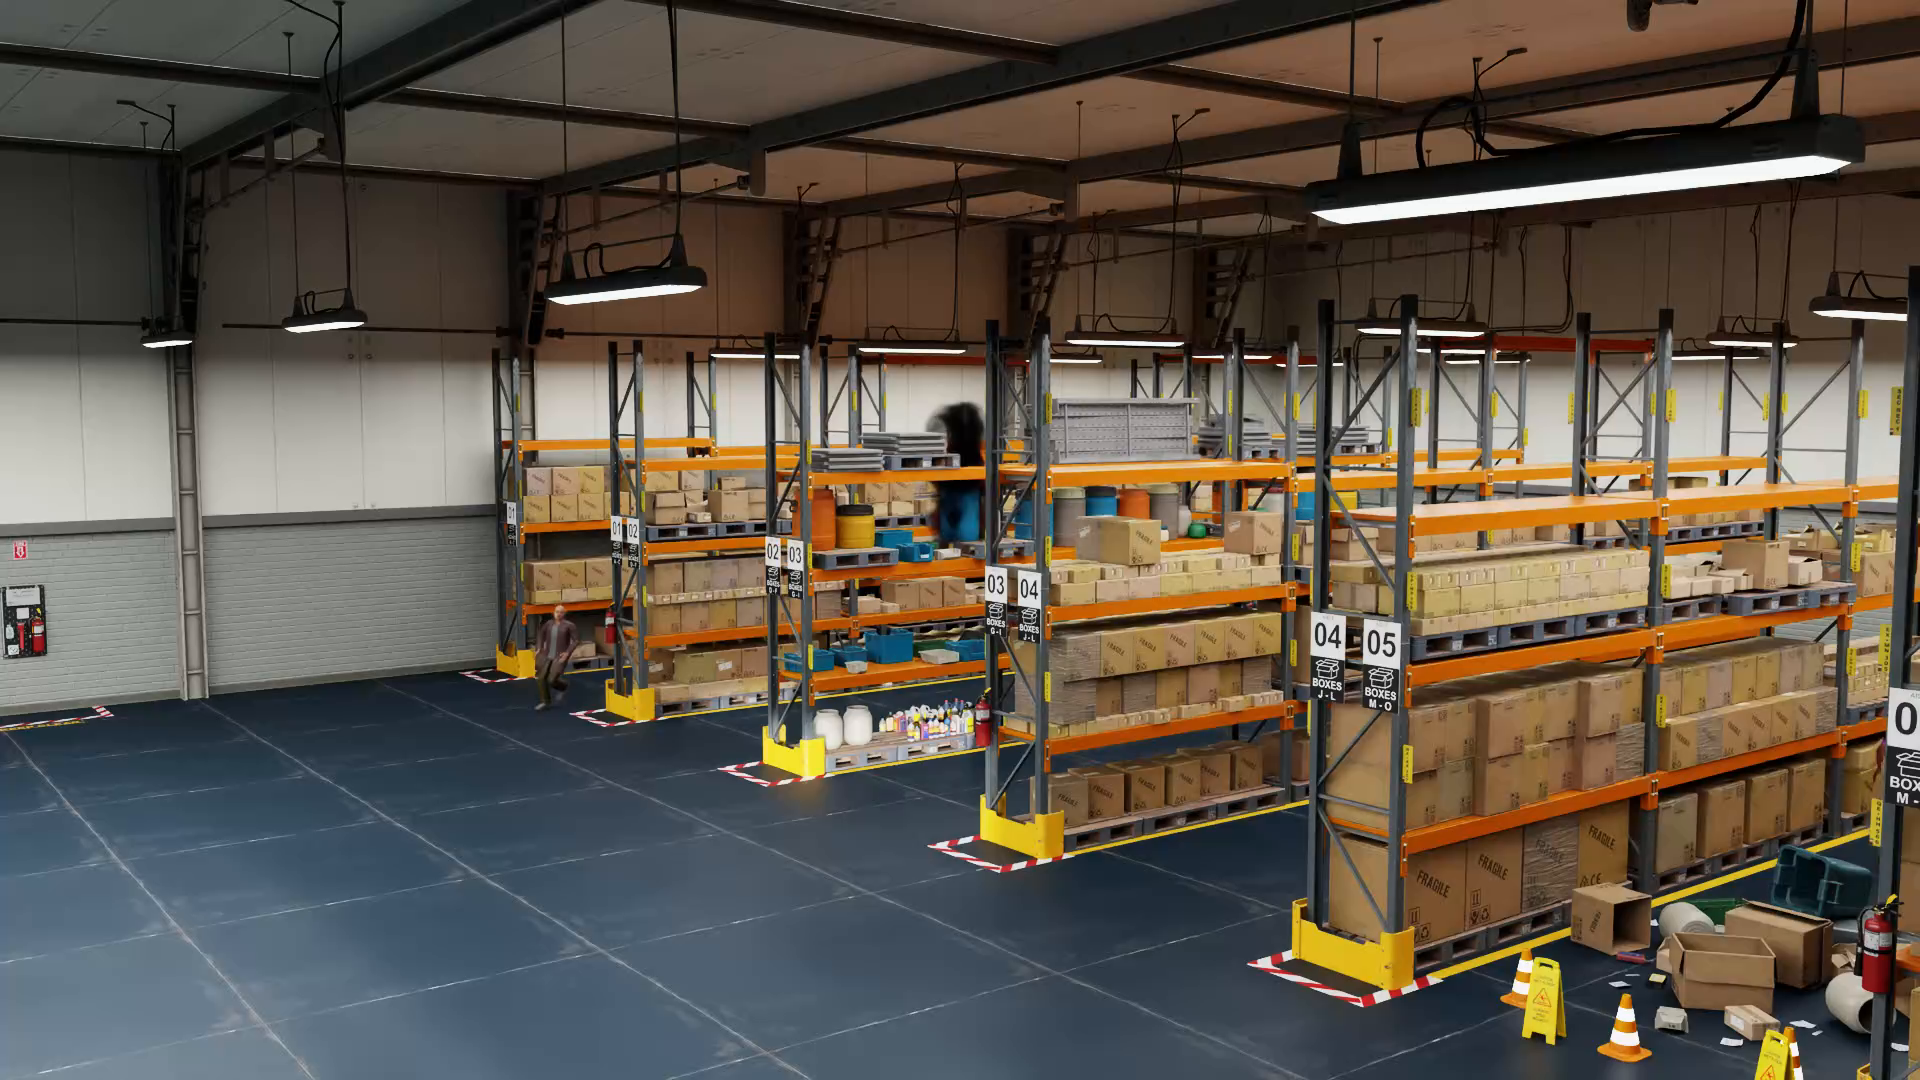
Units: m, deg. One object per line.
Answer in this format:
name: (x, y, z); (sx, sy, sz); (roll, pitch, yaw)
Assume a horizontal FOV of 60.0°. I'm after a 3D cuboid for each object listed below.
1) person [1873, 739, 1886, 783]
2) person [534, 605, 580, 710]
person: (10.416, 2.720, 18.206); (0.978, 1.717, 0.710); (-5, 7, -43)
person: (-6.605, 1.922, 27.326); (0.753, 1.716, 0.676); (2, 5, 18)
